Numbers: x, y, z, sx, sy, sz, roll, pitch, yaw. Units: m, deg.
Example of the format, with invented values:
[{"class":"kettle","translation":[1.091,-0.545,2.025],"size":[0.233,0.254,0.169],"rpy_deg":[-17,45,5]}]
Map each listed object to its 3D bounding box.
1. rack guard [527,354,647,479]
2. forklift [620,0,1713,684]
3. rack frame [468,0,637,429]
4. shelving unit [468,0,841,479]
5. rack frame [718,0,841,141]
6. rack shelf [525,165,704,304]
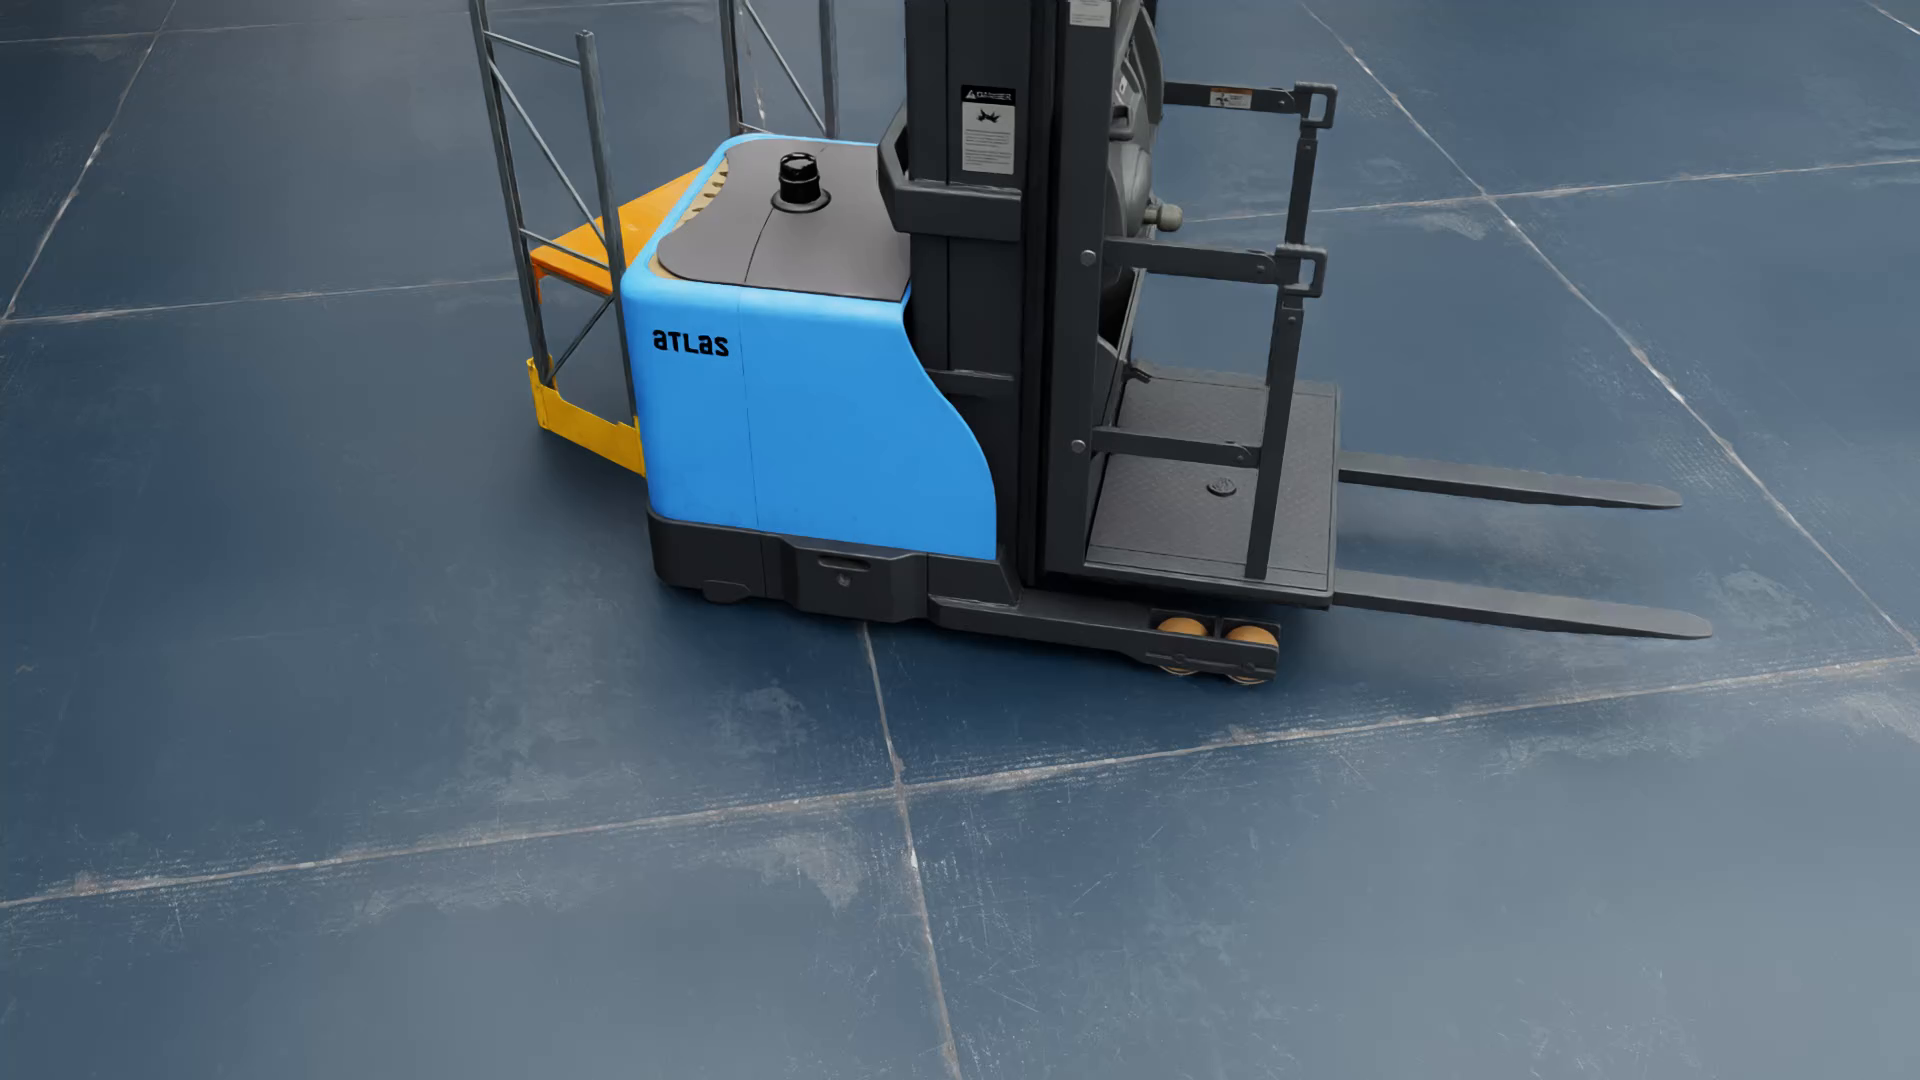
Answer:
[{"class":"rack guard","translation":[-1.213,-0.414,5.580],"size":[0.587,0.250,0.087],"rpy_deg":[25,44,28]},{"class":"forklift","translation":[0.645,-1.105,4.283],"size":[3.031,2.935,1.130],"rpy_deg":[7,38,9]},{"class":"rack frame","translation":[-1.224,-0.898,5.184],"size":[0.500,1.500,0.032],"rpy_deg":[25,44,28]},{"class":"shelving unit","translation":[-0.914,-1.152,5.511],"size":[0.587,1.500,1.083],"rpy_deg":[25,44,28]},{"class":"rack frame","translation":[-0.614,-1.397,5.826],"size":[0.500,1.500,0.032],"rpy_deg":[25,44,28]},{"class":"rack shelf","translation":[-0.919,-1.006,5.615],"size":[0.538,0.185,1.000],"rpy_deg":[25,44,28]}]
